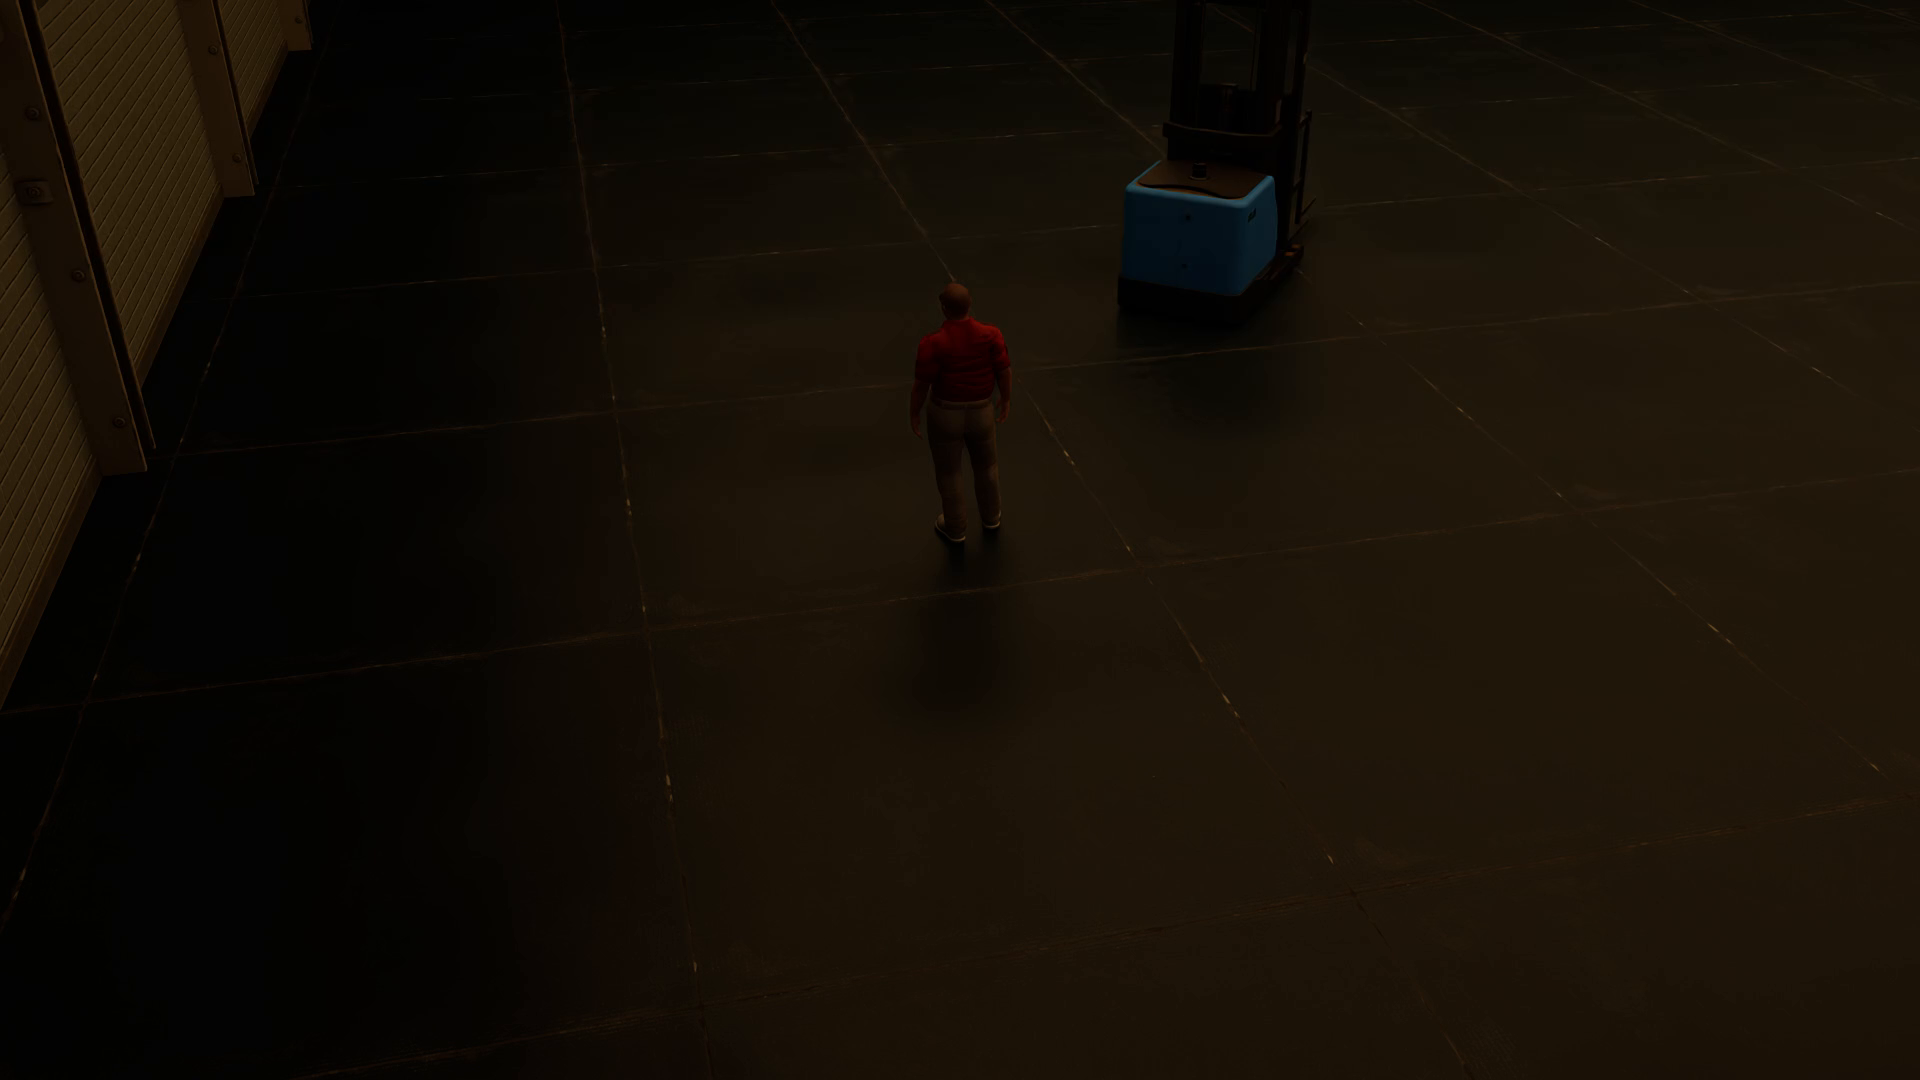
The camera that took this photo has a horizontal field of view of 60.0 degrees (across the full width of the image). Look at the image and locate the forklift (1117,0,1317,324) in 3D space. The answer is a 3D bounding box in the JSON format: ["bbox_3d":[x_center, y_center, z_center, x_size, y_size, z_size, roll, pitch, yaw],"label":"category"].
[{"bbox_3d":[2.397,-3.717,13.996,1.130,2.935,3.031,14,33,22],"label":"forklift"}]

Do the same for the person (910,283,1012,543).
[{"bbox_3d":[-0.010,-0.801,10.141,0.641,1.728,0.550,-7,31,-12],"label":"person"}]
